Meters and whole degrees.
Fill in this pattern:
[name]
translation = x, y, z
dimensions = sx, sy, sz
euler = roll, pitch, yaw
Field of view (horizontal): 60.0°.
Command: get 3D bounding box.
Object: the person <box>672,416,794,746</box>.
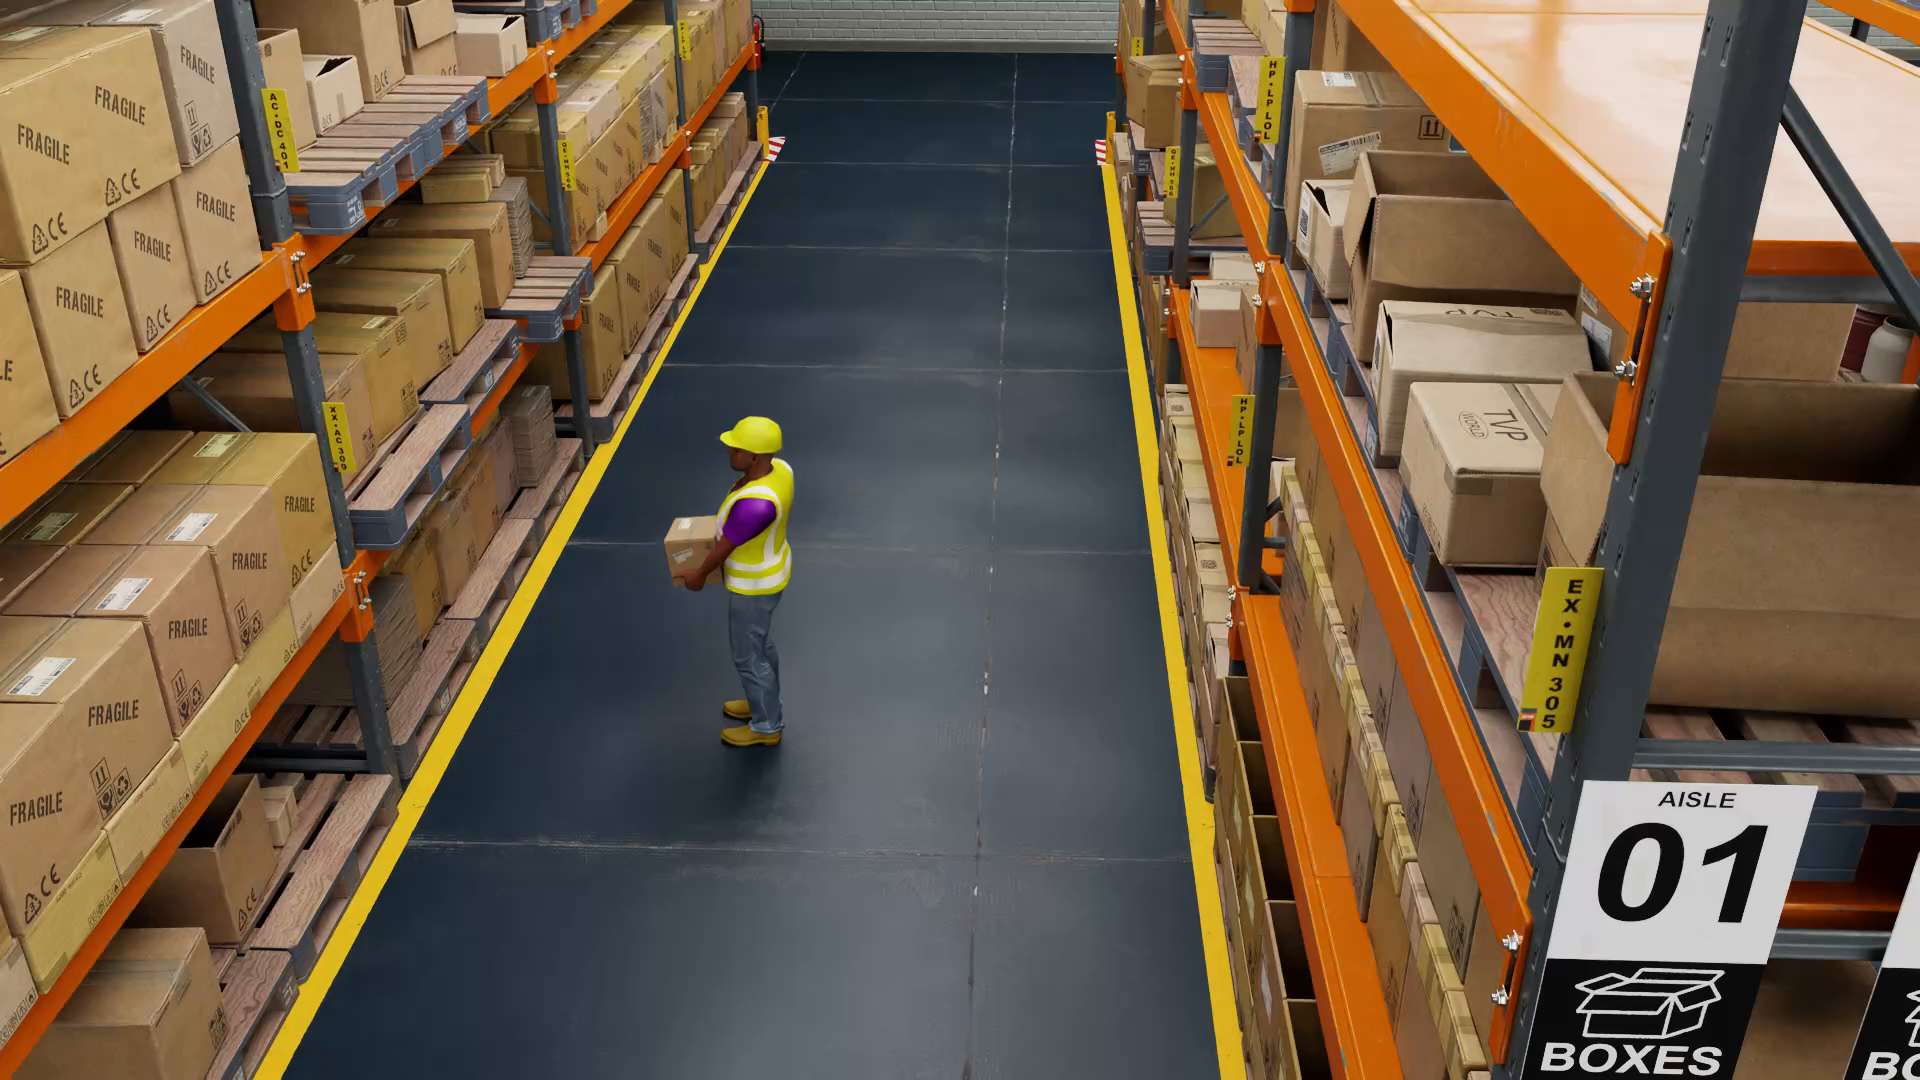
[person]
translation = -1.109, 0.196, 8.229
dimensions = 0.581, 1.761, 0.504
euler = 2, 28, 4
